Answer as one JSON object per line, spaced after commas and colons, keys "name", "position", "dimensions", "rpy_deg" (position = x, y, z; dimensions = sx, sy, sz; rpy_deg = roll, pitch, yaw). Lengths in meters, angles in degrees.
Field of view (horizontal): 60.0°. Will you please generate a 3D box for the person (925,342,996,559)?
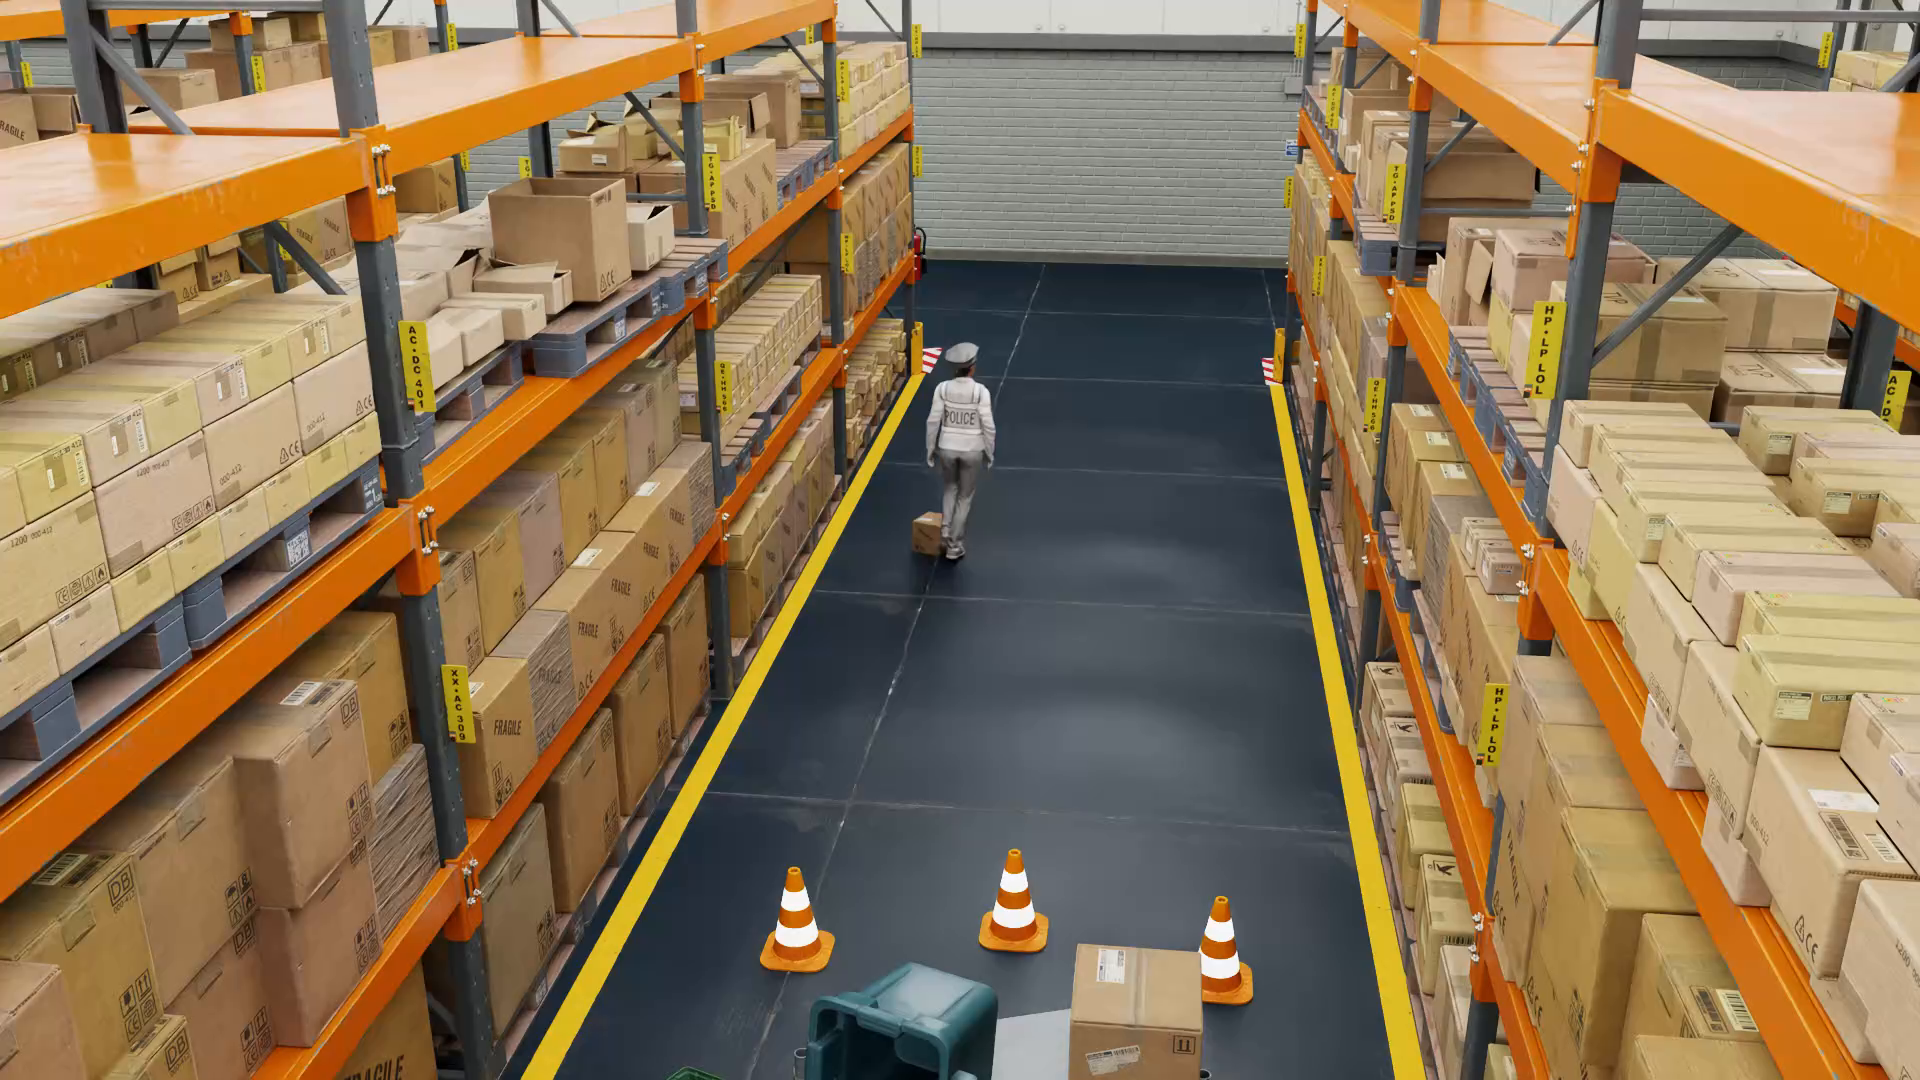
{"name": "person", "position": [0.014, -0.680, 12.769], "dimensions": [0.557, 1.688, 0.476], "rpy_deg": [6, 22, 15]}
